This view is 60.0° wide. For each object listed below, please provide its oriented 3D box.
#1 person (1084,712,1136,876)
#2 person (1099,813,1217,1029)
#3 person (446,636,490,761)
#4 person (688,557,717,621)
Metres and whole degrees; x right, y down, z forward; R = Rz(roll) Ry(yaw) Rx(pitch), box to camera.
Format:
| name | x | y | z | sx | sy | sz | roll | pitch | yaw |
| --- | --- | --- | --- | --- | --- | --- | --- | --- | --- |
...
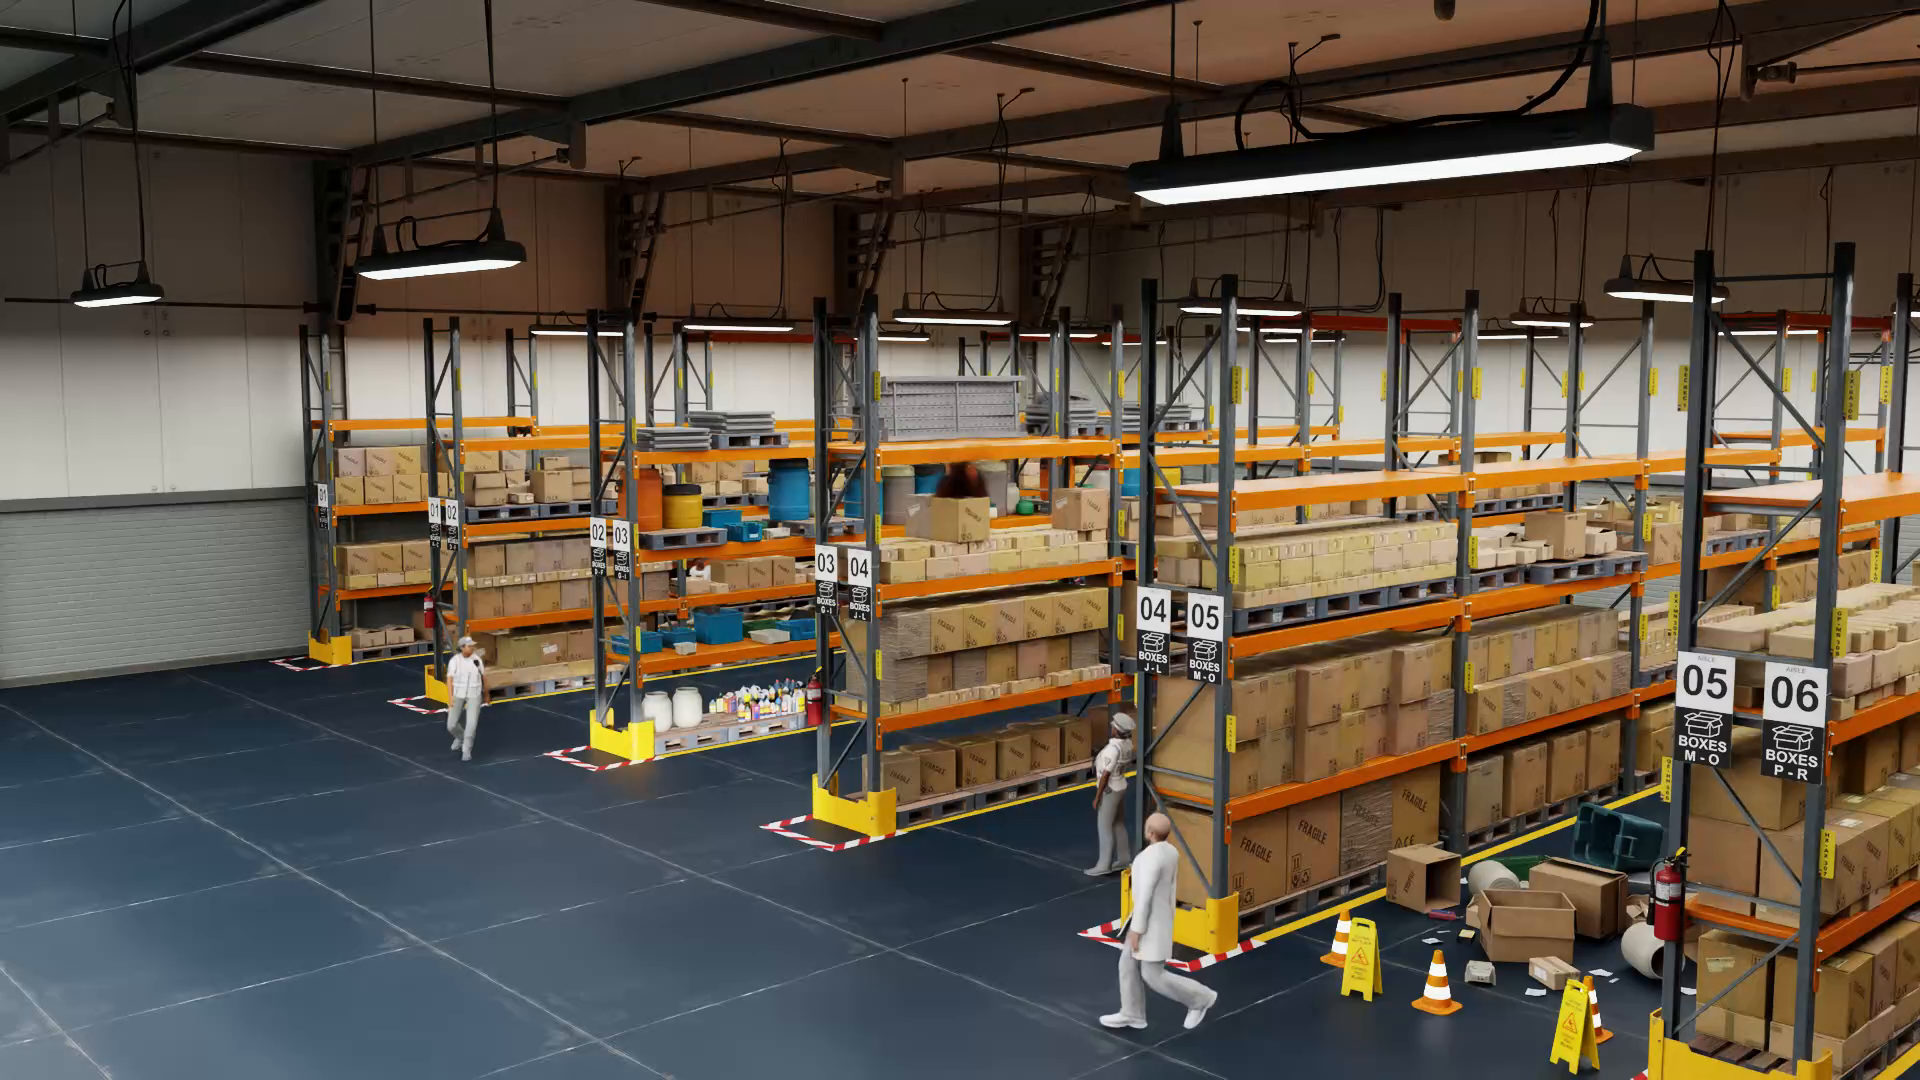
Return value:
| name | x | y | z | sx | sy | sz | roll | pitch | yaw |
| --- | --- | --- | --- | --- | --- | --- | --- | --- | --- |
| person | 1.560 | 2.609 | 17.170 | 0.520 | 1.703 | 0.477 | 1 | 6 | 13 |
| person | 1.553 | 2.979 | 12.934 | 0.885 | 1.749 | 0.539 | 0 | 6 | -4 |
| person | -6.615 | 2.117 | 22.363 | 0.568 | 1.644 | 0.629 | -2 | 6 | -15 |
| person | -4.986 | 1.088 | 31.983 | 0.755 | 1.723 | 1.080 | 5 | 8 | 43 |
